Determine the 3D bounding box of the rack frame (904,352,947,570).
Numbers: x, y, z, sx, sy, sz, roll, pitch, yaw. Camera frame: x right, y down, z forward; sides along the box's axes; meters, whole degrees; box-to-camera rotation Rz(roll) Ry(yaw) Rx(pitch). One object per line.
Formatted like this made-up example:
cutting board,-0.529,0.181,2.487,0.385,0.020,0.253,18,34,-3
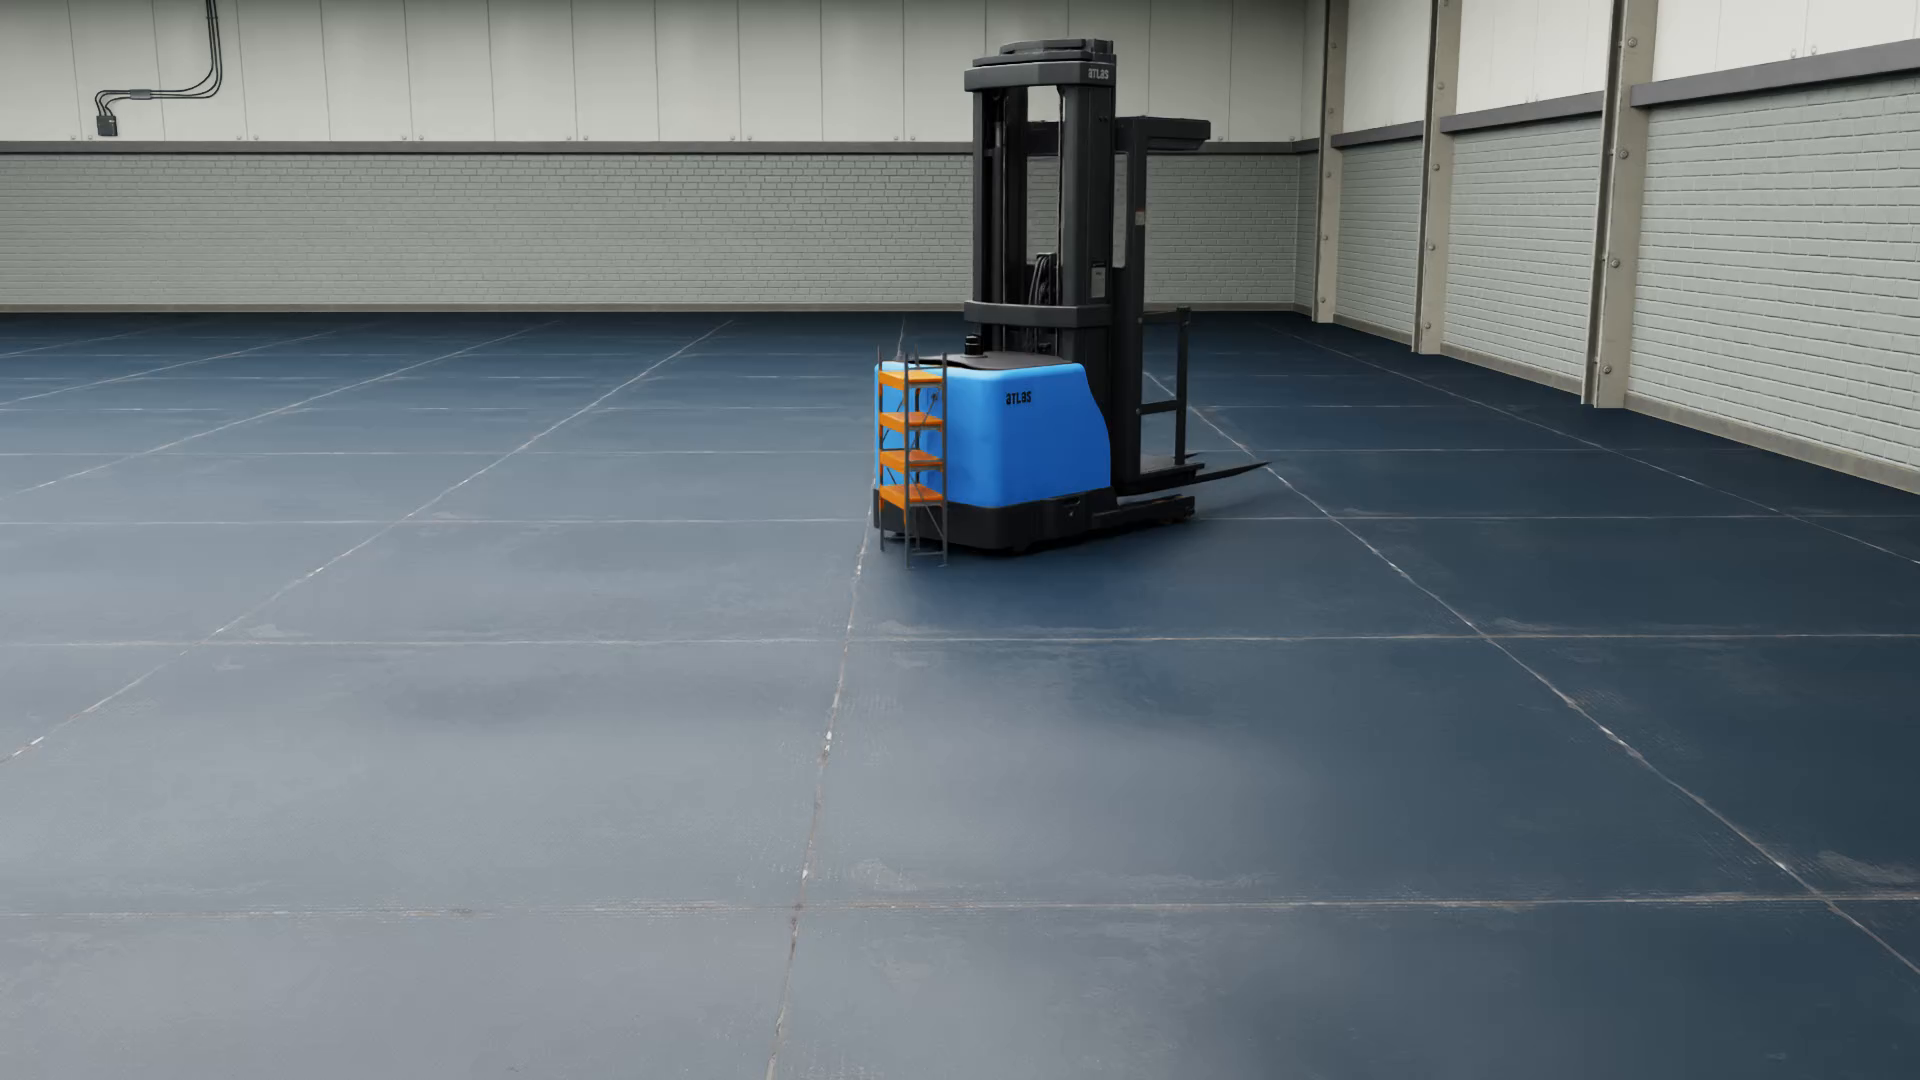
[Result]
rack frame,-0.188,-0.430,9.159,0.240,1.200,0.015,-4,12,-19

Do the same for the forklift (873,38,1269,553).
forklift,0.864,-1.592,10.534,1.130,2.935,3.031,11,16,43

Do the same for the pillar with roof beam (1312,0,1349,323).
pillar with roof beam,1.917,-8.128,27.491,9.100,9.000,0.400,0,11,-1

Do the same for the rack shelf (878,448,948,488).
rack shelf,-0.270,-0.409,9.398,0.258,0.148,0.480,-4,12,-19

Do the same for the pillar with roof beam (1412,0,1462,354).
pillar with roof beam,2.041,-6.935,21.612,9.100,9.000,0.400,0,11,-1

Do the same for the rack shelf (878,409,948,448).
rack shelf,-0.270,-0.629,9.353,0.258,0.148,0.480,-4,12,-19

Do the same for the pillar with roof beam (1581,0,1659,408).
pillar with roof beam,2.165,-5.743,15.733,9.100,9.000,0.400,0,11,-1

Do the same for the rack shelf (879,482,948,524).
rack shelf,-0.270,-0.215,9.437,0.258,0.148,0.480,-4,12,-19

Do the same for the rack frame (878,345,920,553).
rack frame,-0.351,-0.521,9.610,0.240,1.200,0.015,-4,12,-19

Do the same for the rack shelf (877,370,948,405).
rack shelf,-0.270,-0.860,9.306,0.258,0.148,0.480,-4,12,-19

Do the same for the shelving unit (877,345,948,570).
shelving unit,-0.270,-0.475,9.385,0.258,1.200,0.503,-4,12,-19

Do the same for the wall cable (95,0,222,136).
wall cable,-14.519,-10.310,29.692,2.305,6.003,0.169,0,11,-1
